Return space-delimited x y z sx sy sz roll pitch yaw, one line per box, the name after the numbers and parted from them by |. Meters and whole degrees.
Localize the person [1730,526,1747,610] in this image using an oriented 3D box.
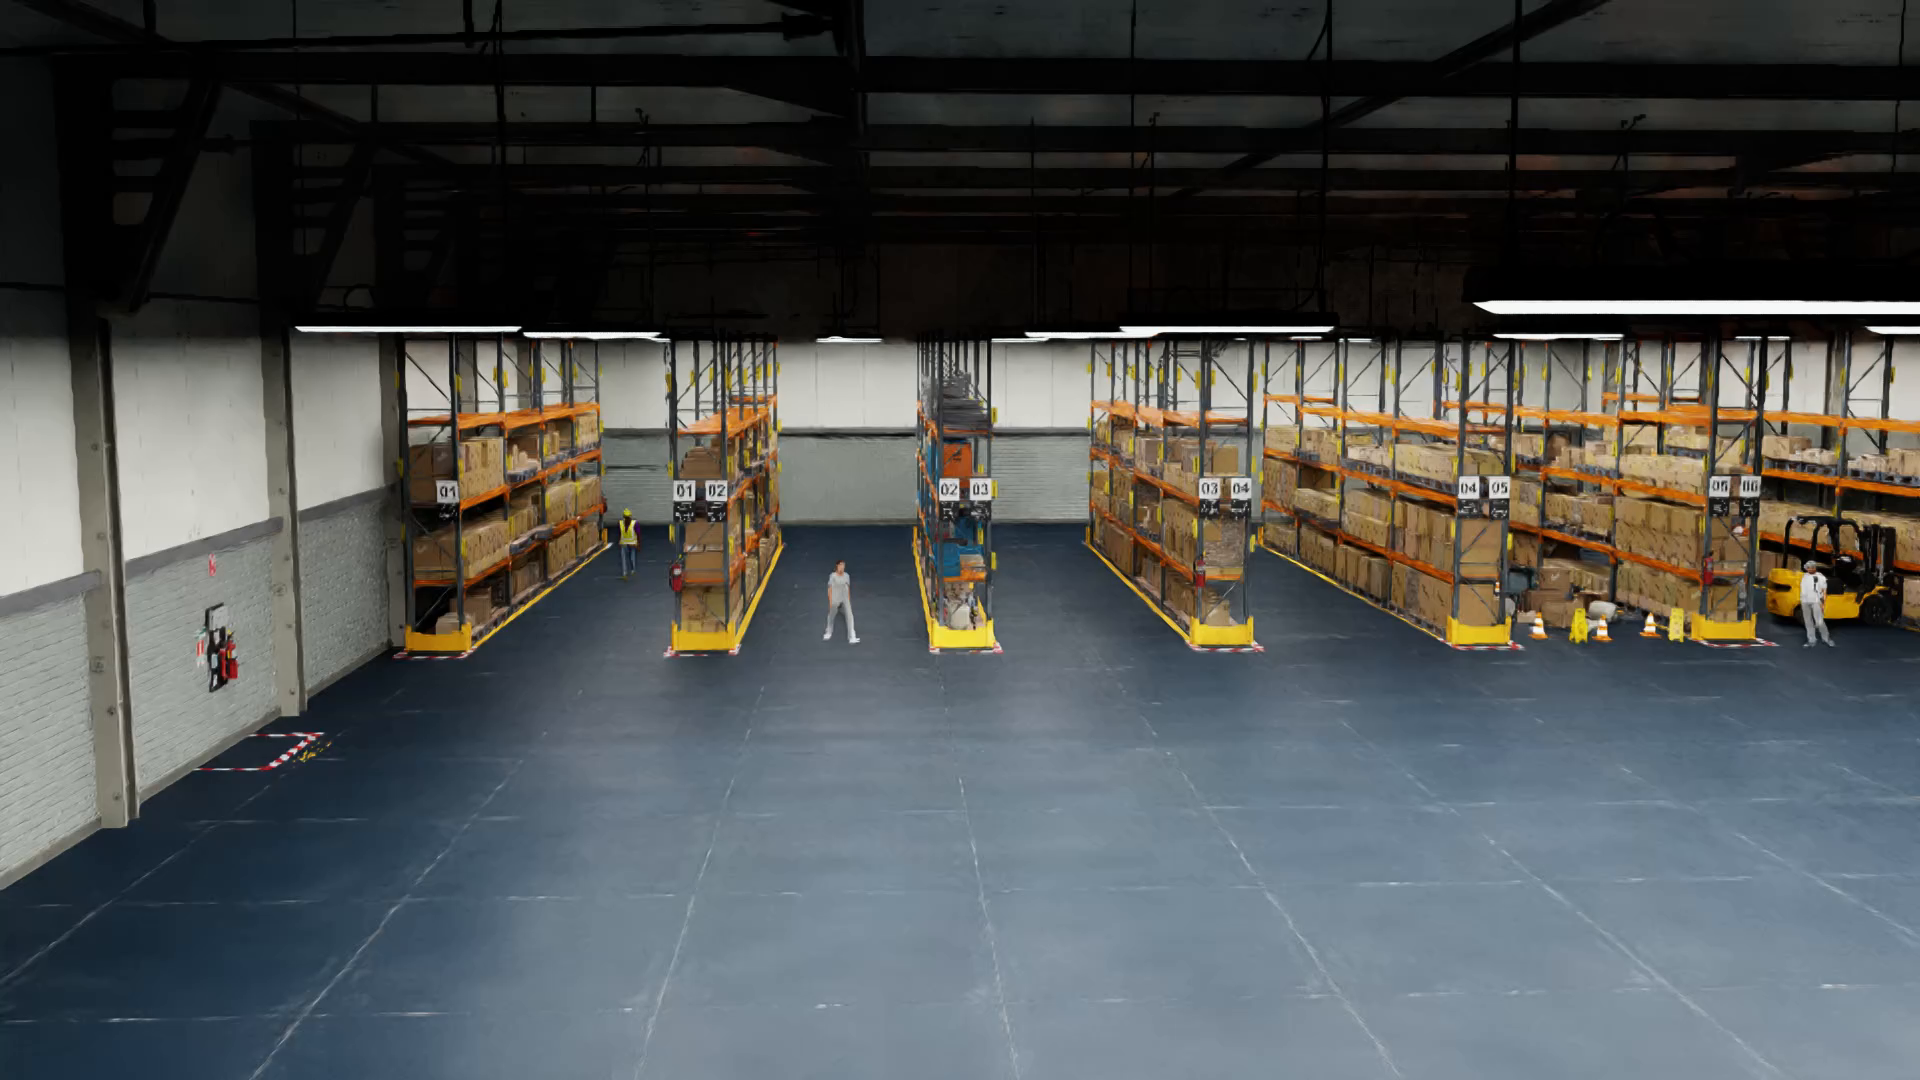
16.767 0.584 35.982 0.577 1.785 0.655 3 8 27 | person

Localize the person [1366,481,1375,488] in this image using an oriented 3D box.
12.317 -0.950 49.677 0.613 1.662 0.500 -5 8 -36 | person

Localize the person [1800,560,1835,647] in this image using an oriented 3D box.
16.173 1.201 31.387 0.474 1.656 0.657 -4 8 -33 | person

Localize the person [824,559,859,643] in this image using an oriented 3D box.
-2.315 1.157 32.000 0.481 1.622 0.950 -3 7 -26 | person

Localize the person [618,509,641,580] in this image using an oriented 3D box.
-8.077 0.090 40.618 0.589 1.716 1.043 0 7 -4 | person
